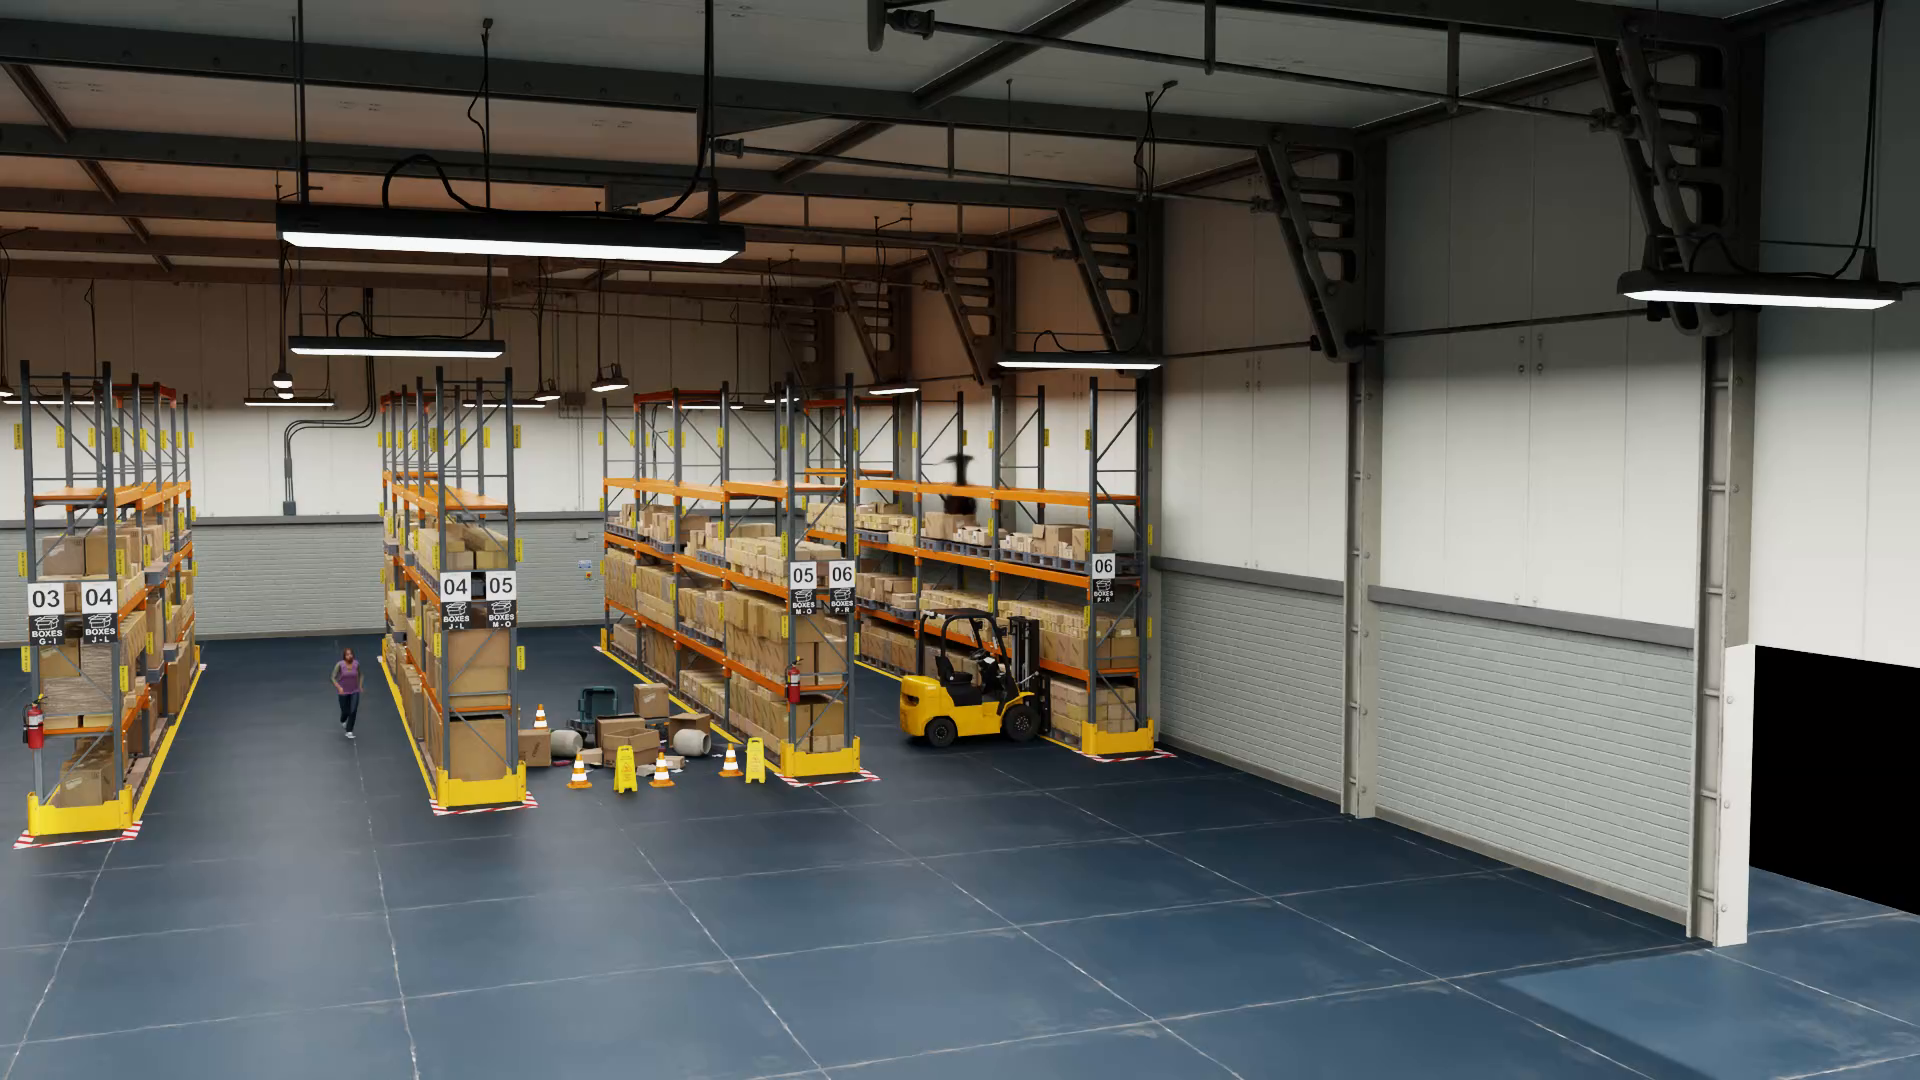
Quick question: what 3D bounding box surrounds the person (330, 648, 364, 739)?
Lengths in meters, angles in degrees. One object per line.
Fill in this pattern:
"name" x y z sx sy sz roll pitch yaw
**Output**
"person" -10.311 2.562 27.983 0.539 1.535 0.575 -2 4 -29
